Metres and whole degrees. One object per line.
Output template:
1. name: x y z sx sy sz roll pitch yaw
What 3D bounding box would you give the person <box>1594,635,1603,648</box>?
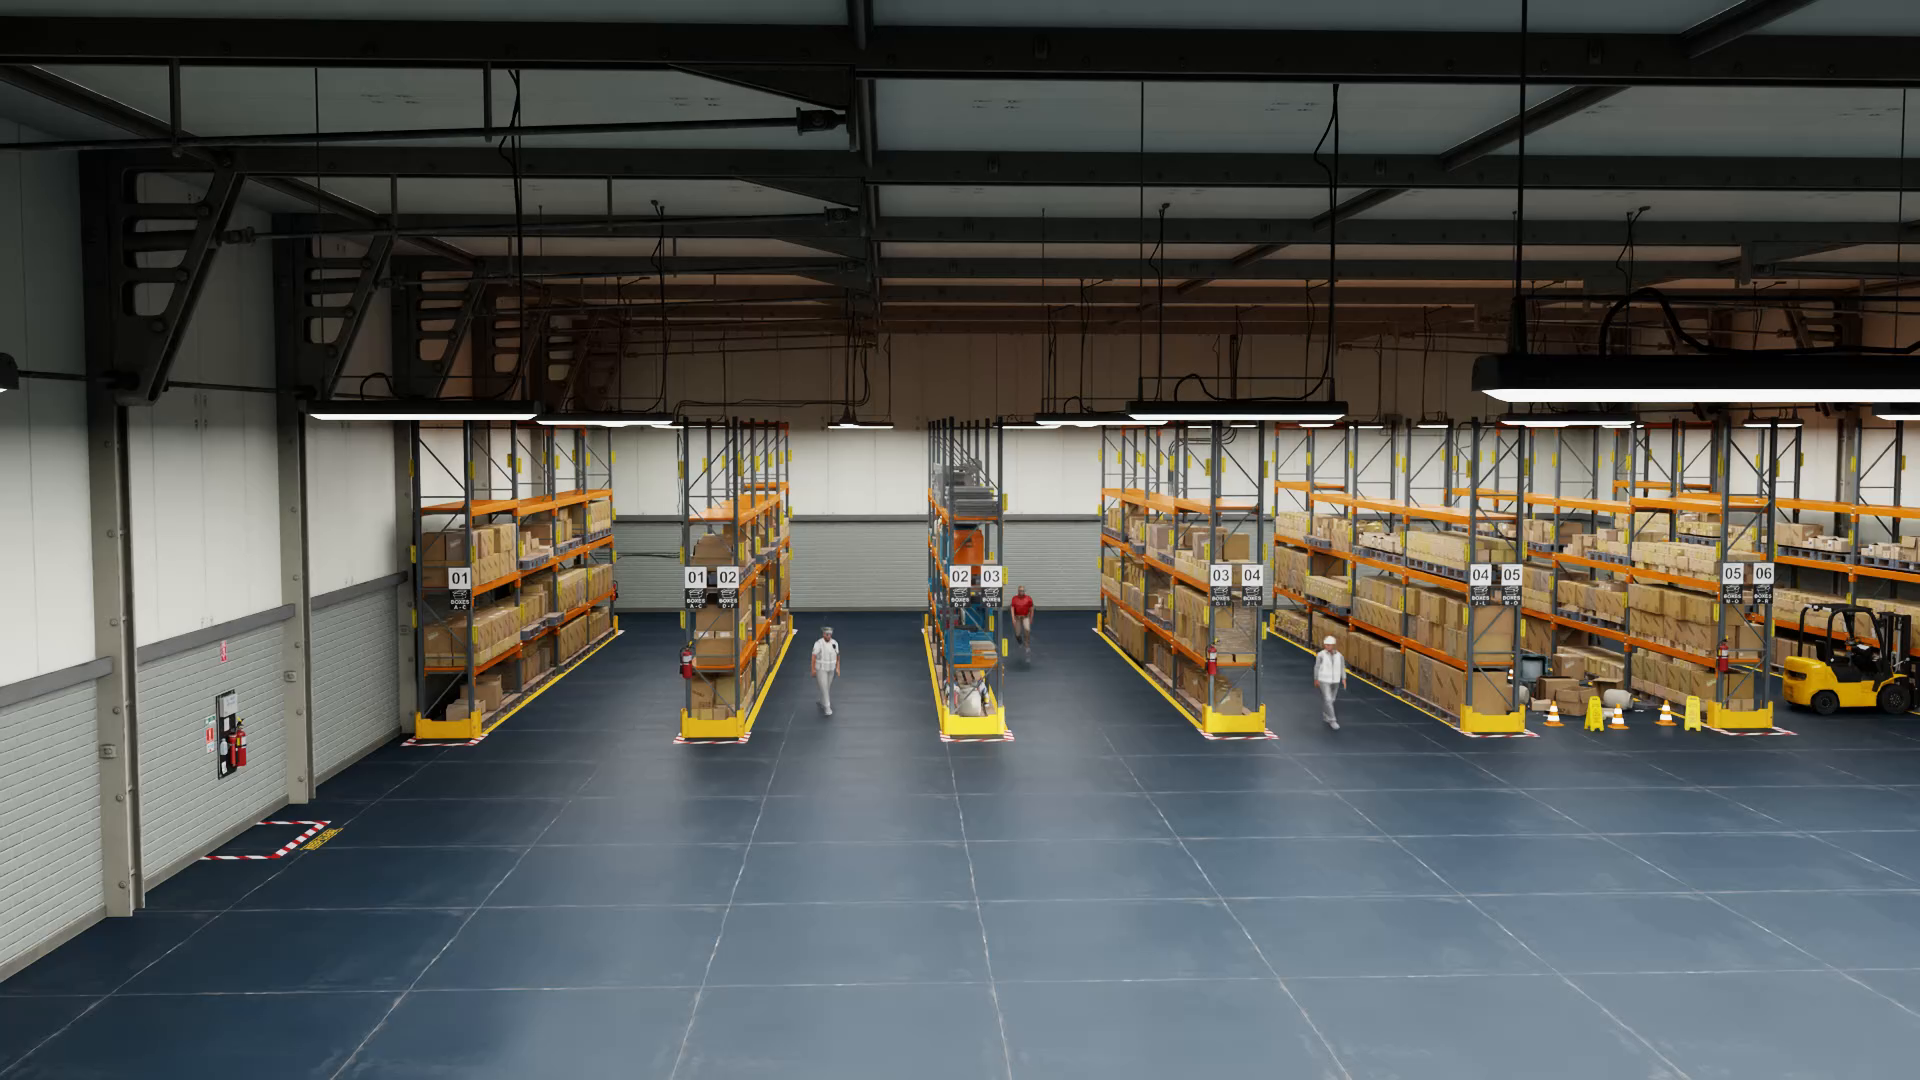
1. person: 16.518 2.098 43.107 0.437 1.686 0.476 -1 4 -20

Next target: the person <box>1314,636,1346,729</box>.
1. person: 7.195 2.727 32.210 0.568 1.733 0.920 -1 4 -10

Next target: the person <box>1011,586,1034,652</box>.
1. person: 1.538 1.941 41.536 0.553 1.589 0.935 1 4 10

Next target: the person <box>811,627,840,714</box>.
1. person: -2.715 2.629 33.942 0.571 1.708 0.929 -3 5 -40
